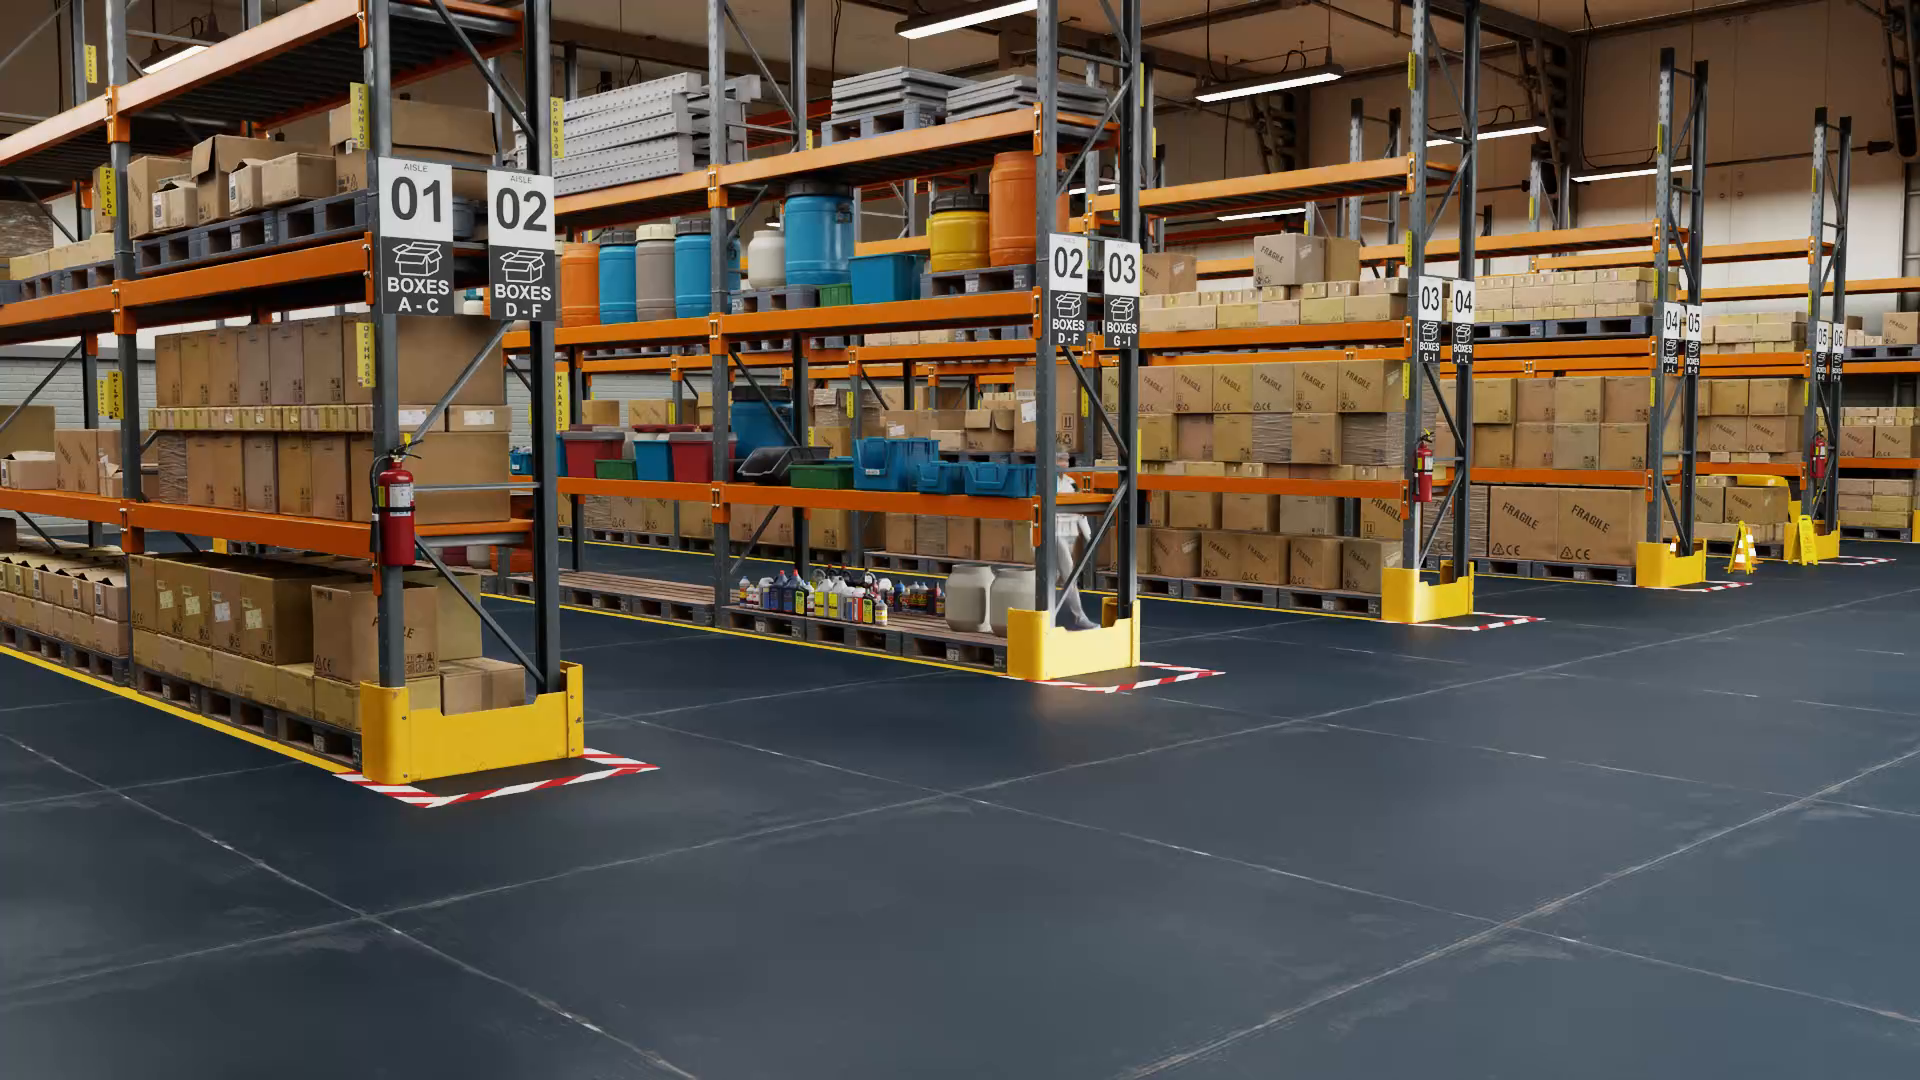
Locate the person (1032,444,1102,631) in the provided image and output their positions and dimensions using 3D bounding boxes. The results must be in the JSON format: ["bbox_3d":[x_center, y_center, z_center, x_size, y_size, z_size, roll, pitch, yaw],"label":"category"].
[{"bbox_3d":[0.908,-0.031,14.686,1.028,1.630,0.490,4,6,43],"label":"person"}]
